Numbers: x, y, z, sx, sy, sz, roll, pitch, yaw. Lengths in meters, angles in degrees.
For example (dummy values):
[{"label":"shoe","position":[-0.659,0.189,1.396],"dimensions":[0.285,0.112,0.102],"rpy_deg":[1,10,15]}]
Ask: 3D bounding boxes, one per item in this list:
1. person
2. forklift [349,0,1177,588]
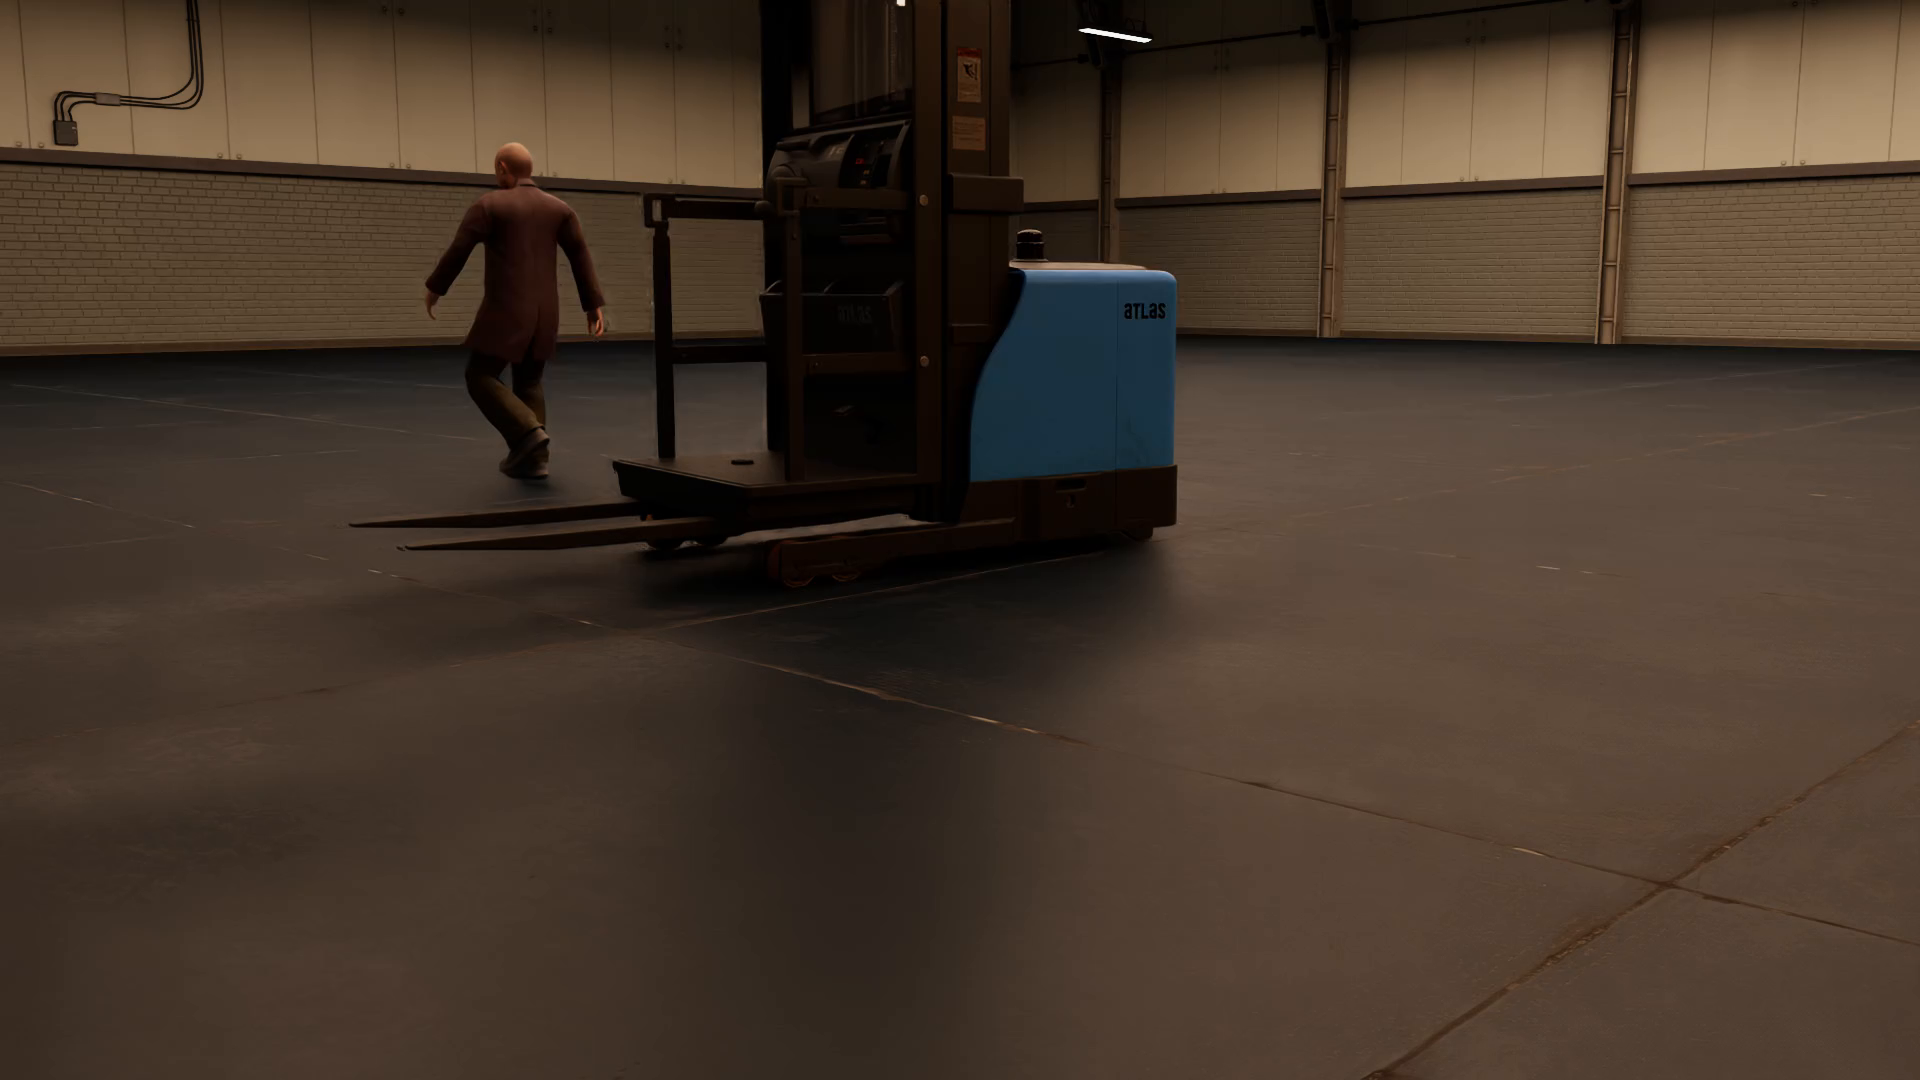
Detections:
[{"label":"person","position":[-2.308,-1.195,8.756],"dimensions":[0.651,1.761,0.852],"rpy_deg":[7,11,40]},{"label":"forklift","position":[-0.629,-1.375,6.003],"dimensions":[3.031,2.935,1.130],"rpy_deg":[-6,10,-35]}]
